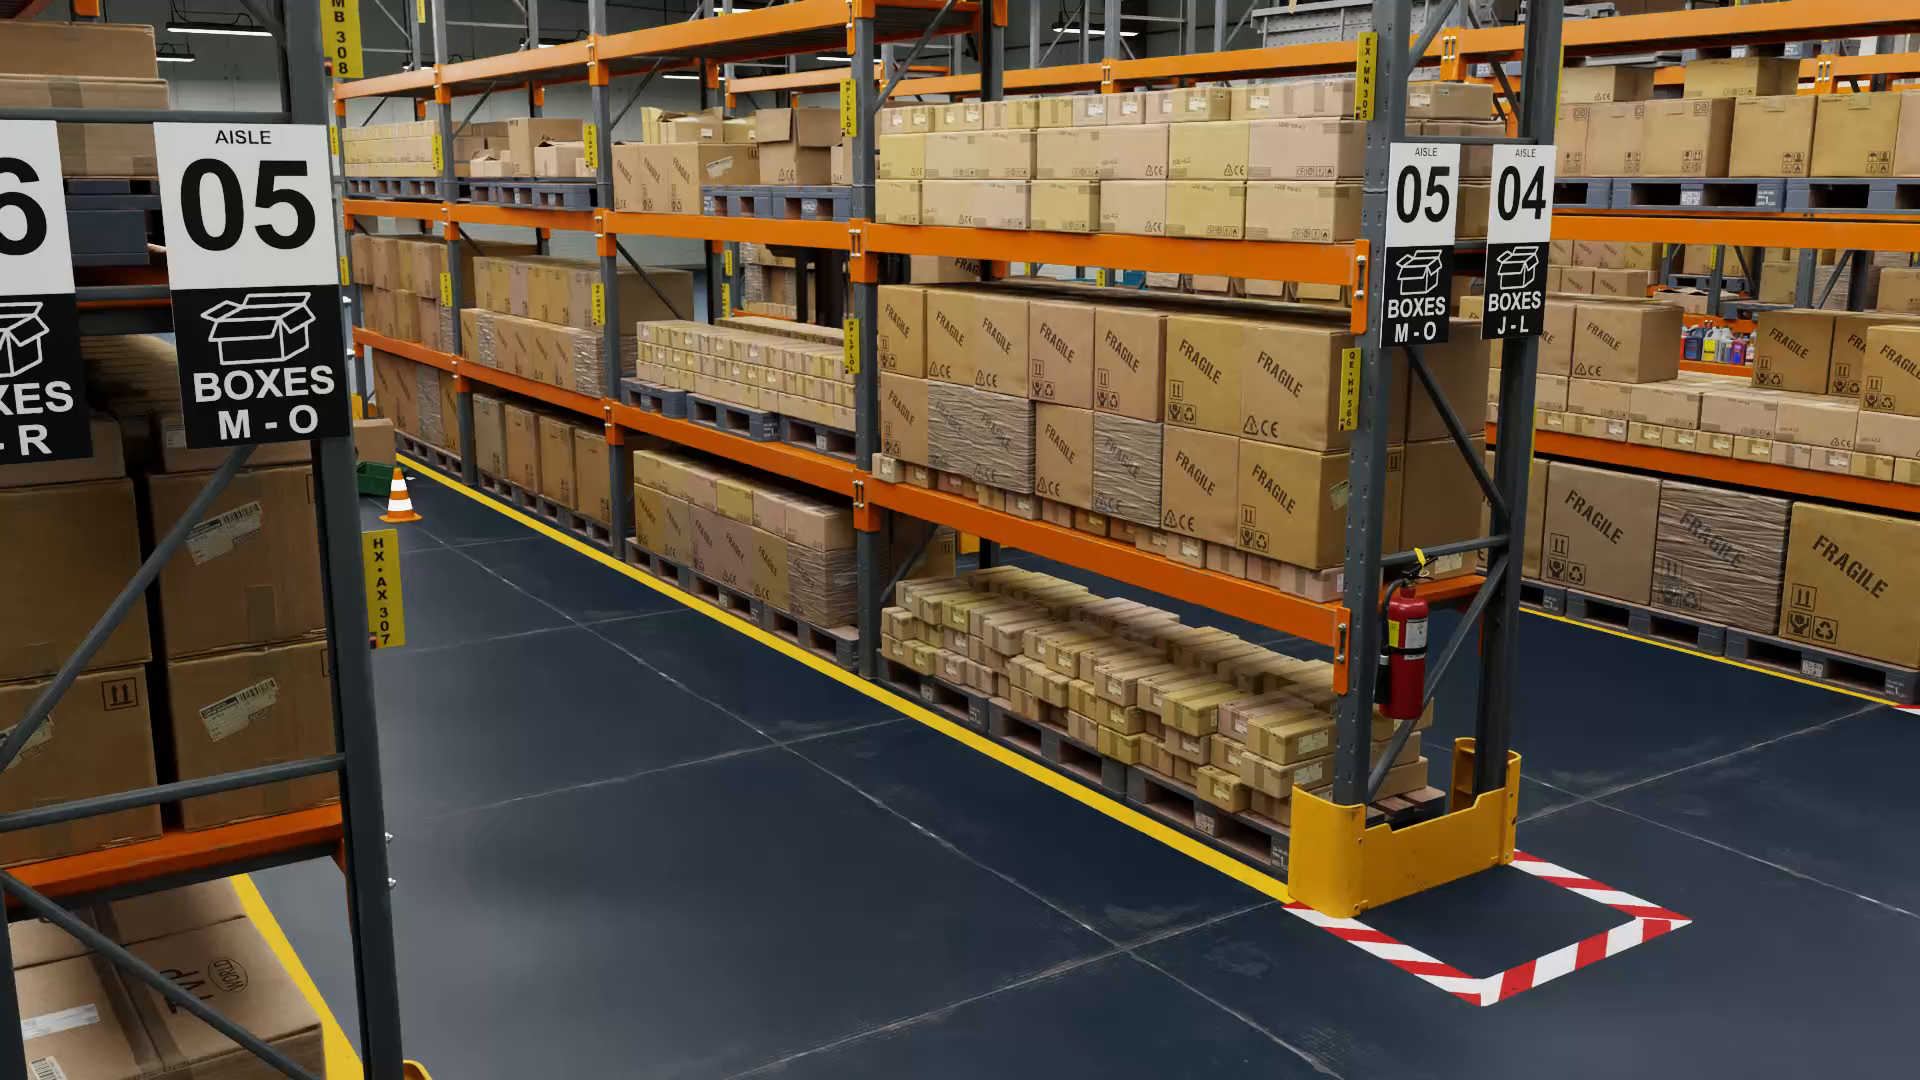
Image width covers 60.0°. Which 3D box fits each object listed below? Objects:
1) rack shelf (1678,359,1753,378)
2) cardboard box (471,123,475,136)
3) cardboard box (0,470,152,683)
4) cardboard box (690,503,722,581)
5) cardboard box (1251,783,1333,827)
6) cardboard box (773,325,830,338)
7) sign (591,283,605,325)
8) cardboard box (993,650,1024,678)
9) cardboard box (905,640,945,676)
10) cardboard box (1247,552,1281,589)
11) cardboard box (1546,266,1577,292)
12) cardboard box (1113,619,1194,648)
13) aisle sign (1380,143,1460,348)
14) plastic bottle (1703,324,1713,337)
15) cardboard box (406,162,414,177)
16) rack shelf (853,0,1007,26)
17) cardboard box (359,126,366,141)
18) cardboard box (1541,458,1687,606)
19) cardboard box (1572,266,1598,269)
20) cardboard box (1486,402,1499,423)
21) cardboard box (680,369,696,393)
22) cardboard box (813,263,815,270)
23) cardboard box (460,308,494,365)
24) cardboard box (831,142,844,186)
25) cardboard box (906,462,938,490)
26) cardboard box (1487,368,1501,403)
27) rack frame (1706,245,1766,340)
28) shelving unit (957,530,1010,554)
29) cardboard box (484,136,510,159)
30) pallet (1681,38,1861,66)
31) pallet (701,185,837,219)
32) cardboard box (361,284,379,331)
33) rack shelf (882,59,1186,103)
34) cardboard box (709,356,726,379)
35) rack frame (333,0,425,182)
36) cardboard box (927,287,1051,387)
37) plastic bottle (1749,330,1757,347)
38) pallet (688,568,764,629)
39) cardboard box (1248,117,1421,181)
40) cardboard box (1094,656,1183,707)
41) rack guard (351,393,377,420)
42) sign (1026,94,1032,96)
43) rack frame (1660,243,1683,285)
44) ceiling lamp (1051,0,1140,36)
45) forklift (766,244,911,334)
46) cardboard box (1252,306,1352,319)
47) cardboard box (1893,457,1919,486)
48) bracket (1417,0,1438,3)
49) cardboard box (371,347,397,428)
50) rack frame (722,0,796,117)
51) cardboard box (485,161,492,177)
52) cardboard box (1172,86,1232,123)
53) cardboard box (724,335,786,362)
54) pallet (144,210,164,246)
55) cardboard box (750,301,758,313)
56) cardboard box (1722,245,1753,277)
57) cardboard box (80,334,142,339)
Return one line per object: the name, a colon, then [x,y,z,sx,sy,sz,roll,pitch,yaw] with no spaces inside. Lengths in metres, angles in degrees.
rack shelf: [7.015,-1.814,17.322,1.077,0.370,4.000,-8,15,-33]
cardboard box: [-4.959,-4.304,17.506,0.380,0.149,0.250,-8,15,-34]
cardboard box: [-2.499,0.066,4.466,0.500,0.500,0.500,-8,14,-31]
cardboard box: [-1.652,-0.015,12.275,0.500,0.500,0.500,-9,15,-34]
cardboard box: [1.566,1.175,7.657,0.380,0.149,0.250,-8,15,-32]
cardboard box: [-1.186,-1.524,12.523,0.380,0.149,0.250,-8,15,-33]
sign: [-2.861,-1.866,13.161,0.100,0.325,0.005,-8,15,-33]
cardboard box: [0.409,0.663,9.302,0.380,0.149,0.250,-7,14,-30]
cardboard box: [-0.103,0.683,9.908,0.380,0.149,0.250,-8,14,-31]
cardboard box: [1.509,0.106,7.444,0.380,0.149,0.250,-8,15,-33]
cardboard box: [8.520,-3.635,23.730,0.500,0.500,0.500,-7,14,-29]
cardboard box: [1.059,0.555,9.100,0.380,0.149,0.250,-8,15,-33]
aisle sign: [1.822,-1.165,6.583,0.394,0.787,0.004,-8,15,-33]
plastic bottle: [7.359,-1.961,16.422,0.144,0.351,0.185,-8,15,-33]
cardboard box: [-5.511,-3.837,17.237,0.380,0.149,0.250,-8,15,-33]
rack shelf: [0.923,-2.877,8.145,1.077,0.370,4.000,-8,15,-33]
cardboard box: [-6.494,-4.543,18.598,0.380,0.149,0.250,-8,15,-32]
cardboard box: [4.798,-0.104,11.808,0.875,0.875,0.875,-8,15,-33]
cardboard box: [10.863,-4.568,28.532,0.500,0.250,0.500,-8,15,-33]
cardboard box: [4.033,-0.963,12.330,0.380,0.149,0.250,-9,15,-35]
cardboard box: [-1.872,-1.202,12.441,0.380,0.149,0.250,-7,14,-30]
cardboard box: [-1.465,-3.555,20.324,0.500,0.500,0.500,-8,15,-33]
cardboard box: [-4.550,-2.001,16.257,0.500,0.500,0.500,-8,15,-32]
cardboard box: [-0.498,-2.463,10.809,0.500,0.311,0.500,-8,15,-34]
cardboard box: [-0.095,-0.406,9.785,0.380,0.149,0.250,-8,14,-31]
cardboard box: [4.042,-1.181,12.398,0.500,0.250,0.500,-8,15,-34]
rack frame: [10.033,-3.107,21.549,1.000,3.000,0.127,-8,15,-33]
shelving unit: [-0.042,-0.746,14.264,0.587,1.500,1.083,-8,15,-33]
cardboard box: [-4.655,-3.989,16.999,0.500,0.250,0.500,-8,15,-32]
pallet: [7.639,-4.597,15.697,1.003,0.211,1.213,-8,15,-33]
pallet: [-1.016,-2.335,11.436,1.213,0.211,1.003,-8,15,-33]
cardboard box: [-6.590,-2.802,19.801,0.875,0.550,0.550,-8,15,-33]
rack shelf: [0.676,-4.675,17.296,1.077,0.370,4.000,-8,15,-33]
cardboard box: [-1.586,-1.255,11.990,0.380,0.149,0.250,-8,15,-33]
rack frame: [-6.834,-5.720,19.453,1.000,3.000,0.127,-8,15,-33]
cardboard box: [0.162,-1.138,9.274,0.500,0.500,0.500,-9,15,-34]
plastic bottle: [7.940,-1.964,16.621,0.097,0.271,0.097,0,12,0]
pallet: [-1.298,0.352,12.258,1.003,0.211,1.213,-8,15,-33]
cardboard box: [1.564,-1.632,6.961,0.500,0.250,0.500,-9,15,-34]
cardboard box: [0.900,0.712,8.382,0.380,0.149,0.250,-7,14,-31]
rack guard: [-6.847,-1.572,20.381,1.175,0.500,0.348,-8,15,-33]
sign: [1.014,-6.709,24.465,0.100,0.325,0.005,-8,15,-33]
rack frame: [11.938,-4.406,27.487,1.000,3.000,0.127,-8,15,-33]
ceiling lamp: [2.559,-11.620,32.769,2.000,3.185,0.800,-8,15,-33]
forklift: [-1.186,-1.890,16.142,1.130,2.935,3.031,-8,15,-31]
cardboard box: [1.719,-0.826,7.848,0.500,0.500,0.500,-8,14,-31]
cardboard box: [5.745,-0.414,9.823,0.380,0.149,0.250,-8,15,-32]
bracket: [8.868,-10.277,31.868,0.076,0.066,4.783,-8,15,-33]
cardboard box: [-6.403,-1.843,19.761,0.875,0.875,0.875,-8,15,-32]
rack frame: [-2.649,-6.289,22.056,1.000,3.000,0.127,-8,15,-33]
cardboard box: [-4.249,-3.460,15.514,0.250,0.149,0.380,-8,15,-33]
cardboard box: [1.168,-1.934,7.411,0.380,0.149,0.250,-8,15,-32]
cardboard box: [-1.442,-1.356,11.753,0.380,0.149,0.250,-8,15,-34]
pallet: [-3.133,-1.110,5.600,1.003,0.211,1.213,-8,15,-33]
cardboard box: [-2.567,-3.110,22.149,0.380,0.149,0.250,-8,15,-33]
cardboard box: [12.496,-4.475,26.538,0.700,0.500,0.500,-6,14,-27]
cardboard box: [-3.473,-0.740,6.631,0.380,0.149,0.250,-8,15,-33]
